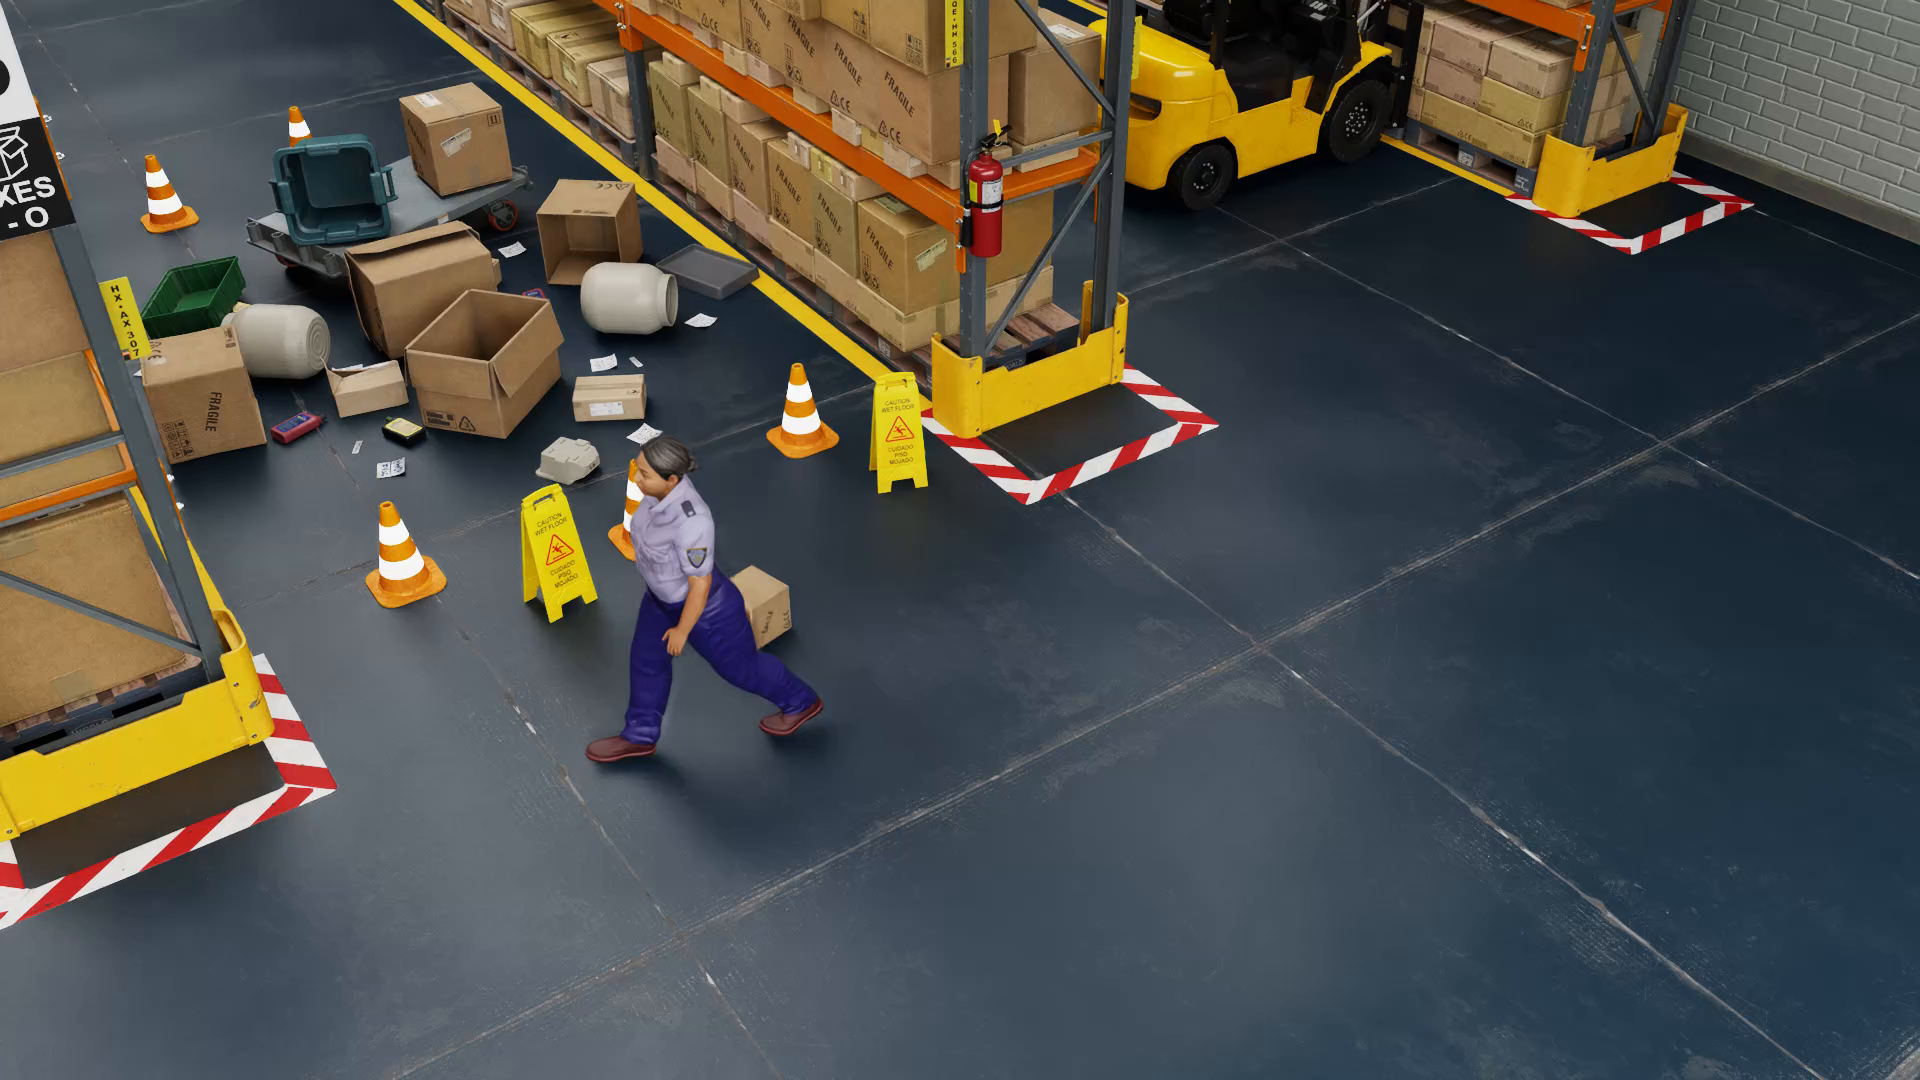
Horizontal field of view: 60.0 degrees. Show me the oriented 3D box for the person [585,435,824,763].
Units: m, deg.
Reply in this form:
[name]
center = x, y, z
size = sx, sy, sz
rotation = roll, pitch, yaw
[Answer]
[person]
center = -1.075, 0.242, 6.685
size = 0.990, 1.599, 0.481
rotation = -20, 41, -25
